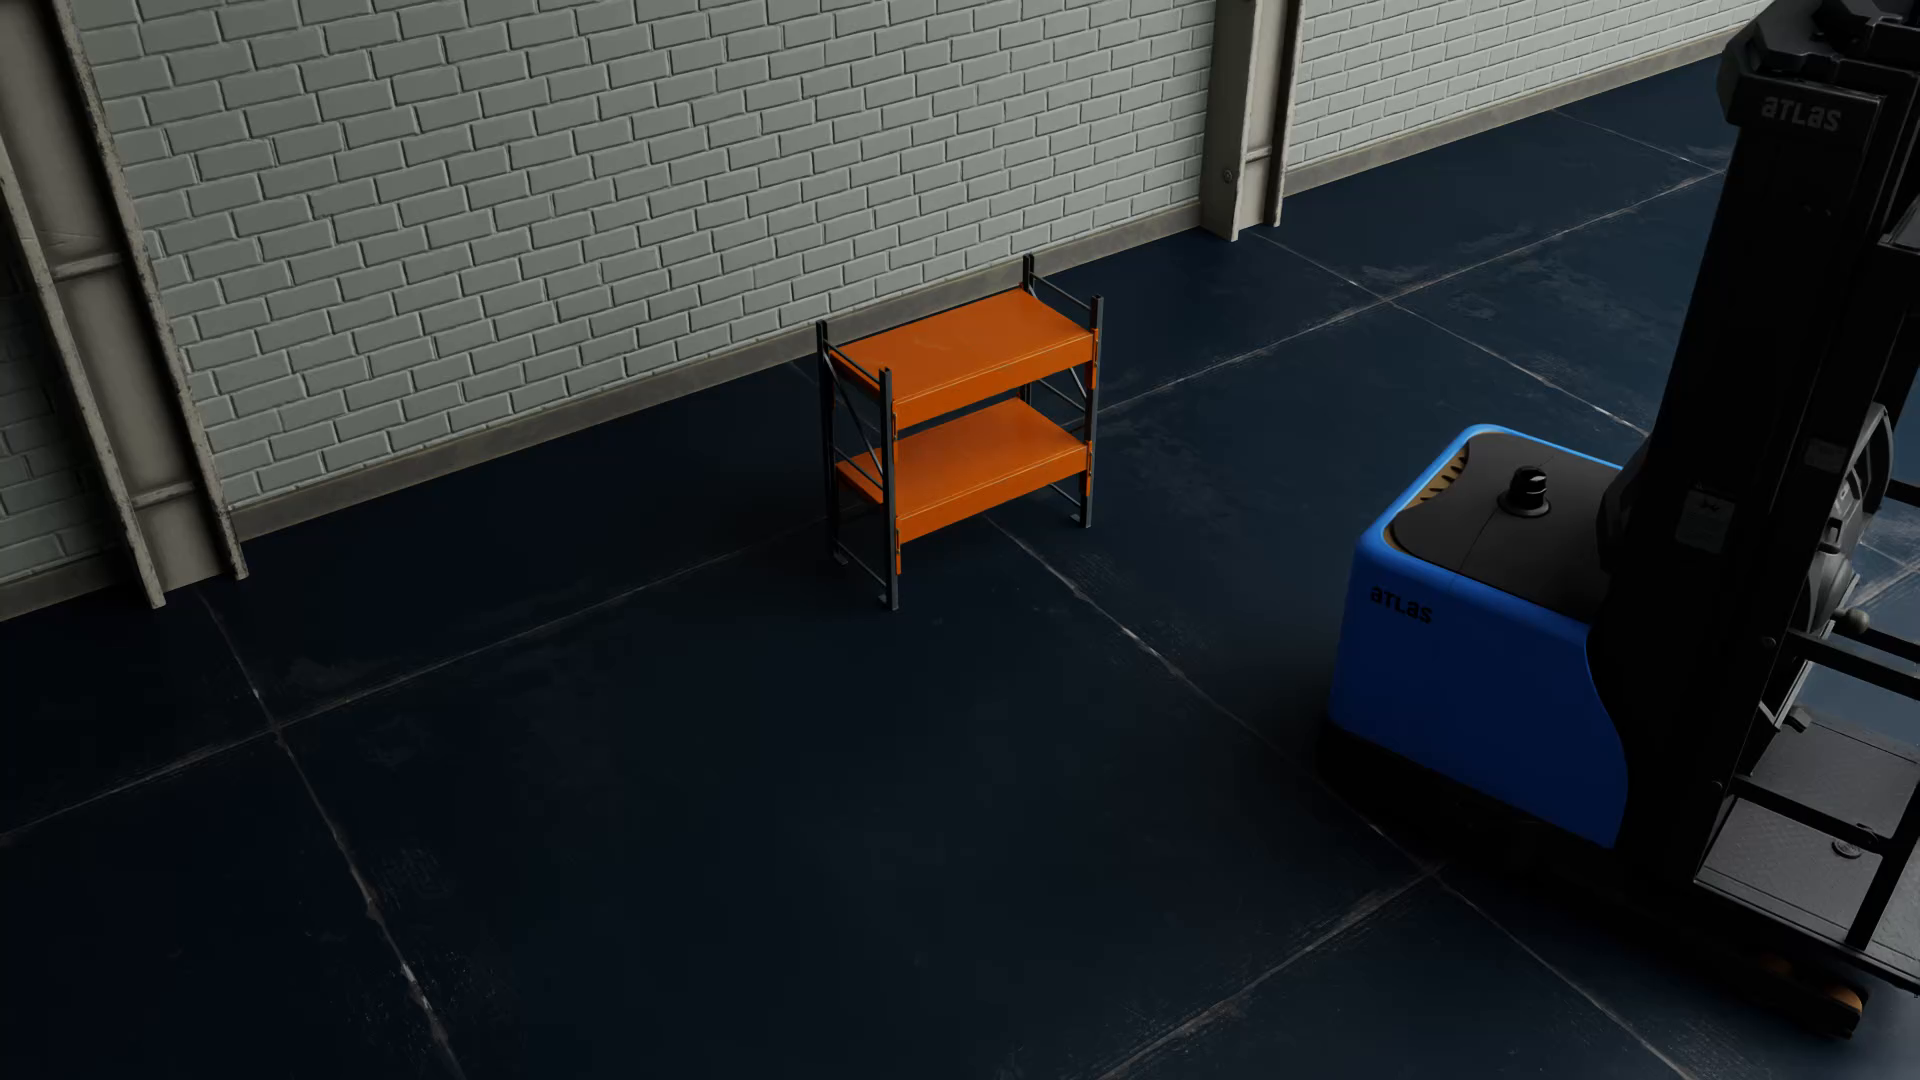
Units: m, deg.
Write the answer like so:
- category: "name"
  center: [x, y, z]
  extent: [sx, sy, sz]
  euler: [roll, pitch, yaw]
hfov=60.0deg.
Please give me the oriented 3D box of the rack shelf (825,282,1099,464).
- category: "rack shelf"
  center: [0.006, -0.697, 6.754]
  extent: [1.000, 0.278, 0.538]
  euler: [-22, 41, -28]

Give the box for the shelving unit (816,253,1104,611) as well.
- category: "shelving unit"
  center: [0.006, -0.459, 6.925]
  extent: [1.048, 1.125, 0.538]
  euler: [-22, 41, -28]

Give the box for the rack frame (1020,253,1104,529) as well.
- category: "rack frame"
  center: [0.421, -0.630, 7.162]
  extent: [0.032, 1.125, 0.500]
  euler: [-22, 41, -28]

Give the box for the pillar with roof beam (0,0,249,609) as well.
- category: "pillar with roof beam"
  center: [-0.777, -1.452, 1.562]
  extent: [0.400, 9.000, 9.100]
  euler: [-22, 41, -28]

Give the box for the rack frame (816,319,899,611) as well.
- category: "rack frame"
  center: [-0.410, -0.288, 6.687]
  extent: [0.032, 1.125, 0.500]
  euler: [-22, 41, -28]

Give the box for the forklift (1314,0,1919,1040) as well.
- category: "forklift"
  center: [2.760, -0.017, 4.763]
  extent: [3.031, 2.935, 1.130]
  euler: [24, 42, 29]

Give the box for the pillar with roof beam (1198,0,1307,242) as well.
- category: "pillar with roof beam"
  center: [4.127, -3.471, 4.368]
  extent: [0.400, 9.000, 9.100]
  euler: [-22, 41, -28]

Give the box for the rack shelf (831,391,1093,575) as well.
- category: "rack shelf"
  center: [0.006, -0.260, 7.067]
  extent: [1.000, 0.278, 0.538]
  euler: [-22, 41, -28]
